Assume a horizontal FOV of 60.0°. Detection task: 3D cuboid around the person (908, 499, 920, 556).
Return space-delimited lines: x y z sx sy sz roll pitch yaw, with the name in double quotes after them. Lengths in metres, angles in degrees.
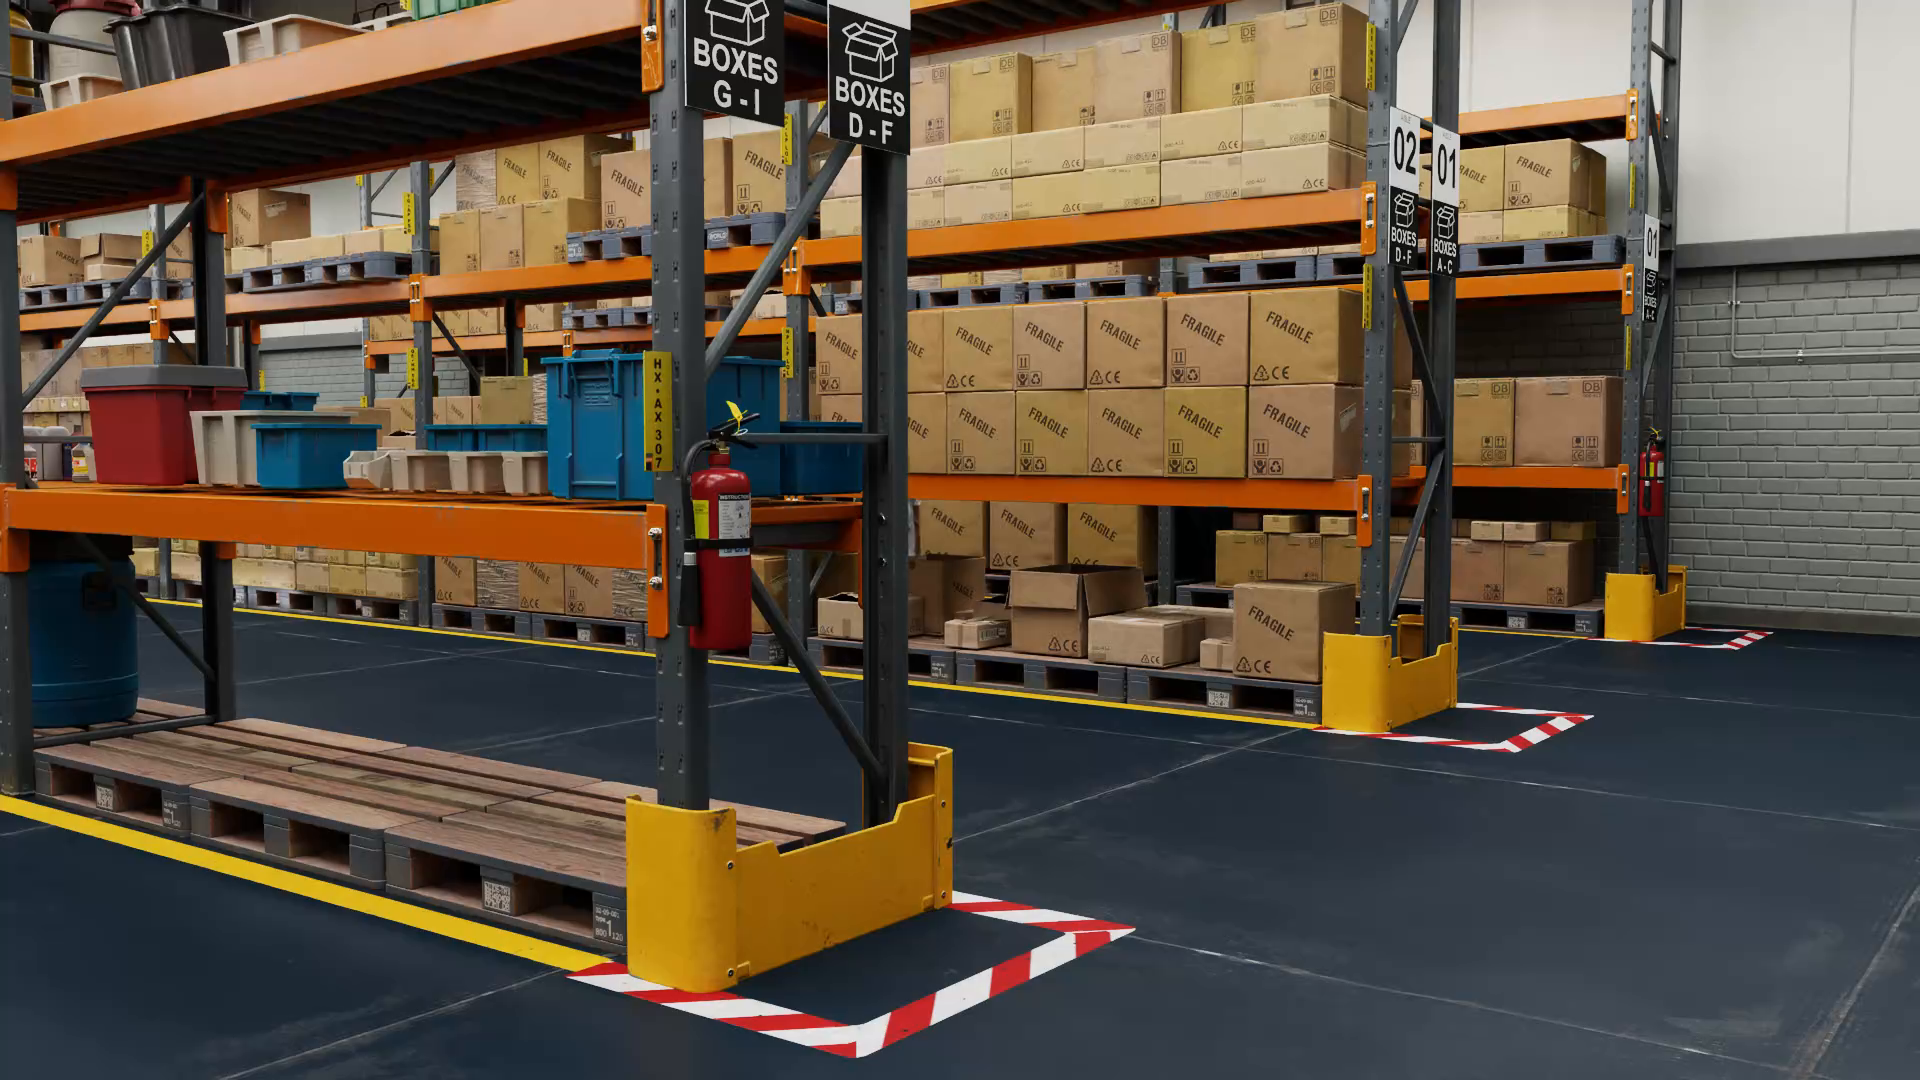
-0.556 -0.173 14.676 0.427 1.552 0.837 0 3 -7 "person"
